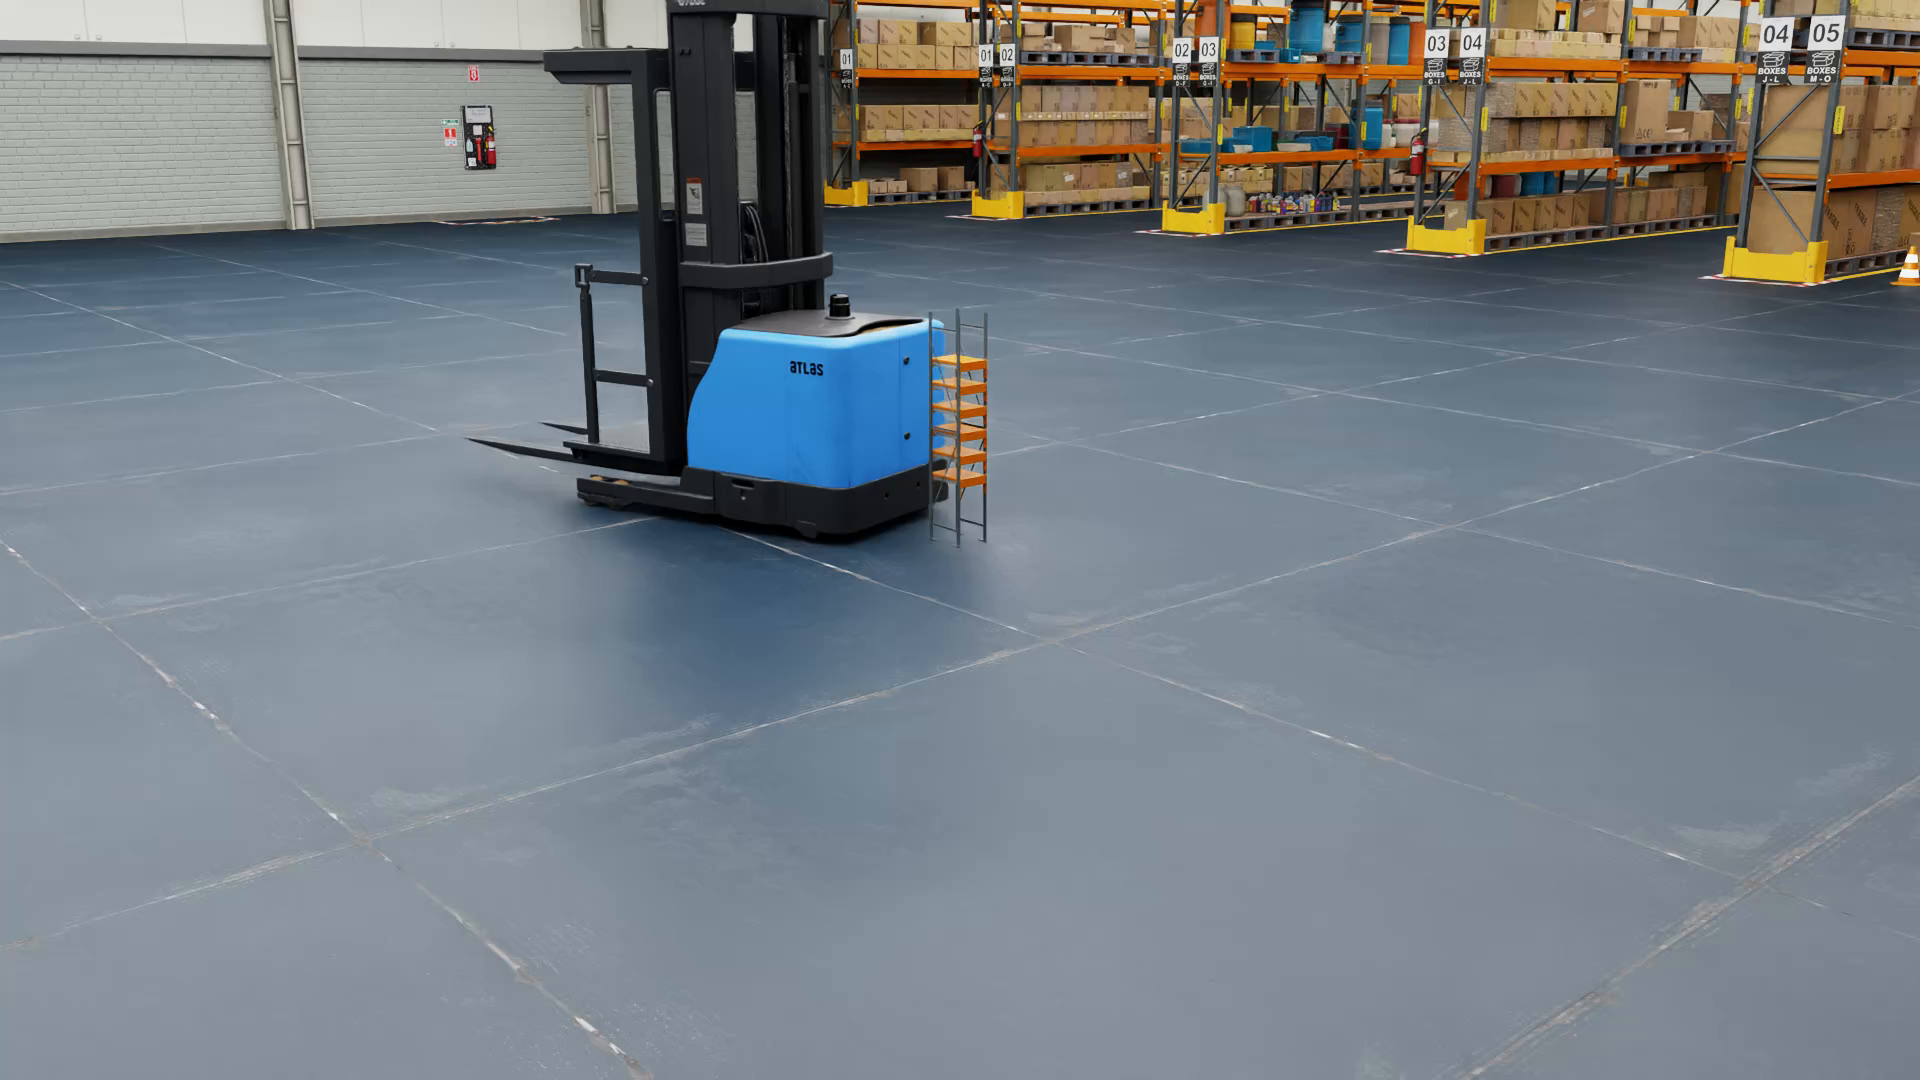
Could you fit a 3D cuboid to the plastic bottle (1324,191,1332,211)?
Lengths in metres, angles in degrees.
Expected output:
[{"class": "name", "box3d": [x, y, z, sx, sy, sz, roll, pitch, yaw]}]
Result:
[{"class": "plastic bottle", "box3d": [6.706, -6.195, 30.409, 0.185, 0.351, 0.144, -13, 20, -41]}]

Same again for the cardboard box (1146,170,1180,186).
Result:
[{"class": "cardboard box", "box3d": [4.230, -7.559, 34.664, 0.500, 0.311, 0.500, -13, 19, -39]}]

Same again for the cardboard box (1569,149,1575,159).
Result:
[{"class": "cardboard box", "box3d": [9.472, -6.096, 26.246, 0.250, 0.149, 0.380, -13, 19, -39]}]

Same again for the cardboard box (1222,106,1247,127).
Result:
[{"class": "cardboard box", "box3d": [6.955, -10.945, 43.330, 0.700, 0.700, 0.980, -12, 19, -39]}]

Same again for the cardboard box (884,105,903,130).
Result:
[{"class": "cardboard box", "box3d": [-1.581, -9.082, 35.736, 0.500, 0.500, 0.500, -13, 19, -39]}]

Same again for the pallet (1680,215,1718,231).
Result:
[{"class": "pallet", "box3d": [12.681, -5.661, 29.535, 1.213, 0.211, 1.003, -13, 19, -39]}]

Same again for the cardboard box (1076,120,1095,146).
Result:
[{"class": "cardboard box", "box3d": [2.263, -8.102, 33.076, 0.500, 0.500, 0.700, -12, 19, -38]}]

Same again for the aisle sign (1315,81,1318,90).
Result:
[{"class": "aisle sign", "box3d": [9.804, -12.598, 45.065, 0.004, 0.787, 0.394, -13, 19, -39]}]

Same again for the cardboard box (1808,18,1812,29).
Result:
[{"class": "cardboard box", "box3d": [10.636, -6.546, 21.112, 0.250, 0.149, 0.380, -12, 19, -39]}]

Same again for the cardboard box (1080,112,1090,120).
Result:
[{"class": "cardboard box", "box3d": [2.334, -8.361, 32.788, 0.250, 0.149, 0.380, -12, 19, -39]}]

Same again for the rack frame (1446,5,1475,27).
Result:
[{"class": "rack frame", "box3d": [10.021, -11.003, 32.505, 0.127, 3.000, 1.000, -13, 19, -39]}]

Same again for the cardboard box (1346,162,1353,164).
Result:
[{"class": "cardboard box", "box3d": [9.265, -8.718, 39.566, 0.500, 0.500, 0.500, -14, 20, -42]}]

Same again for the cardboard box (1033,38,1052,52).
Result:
[{"class": "cardboard box", "box3d": [1.432, -9.608, 32.301, 0.500, 0.250, 0.500, -13, 19, -39]}]

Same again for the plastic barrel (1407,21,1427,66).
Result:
[{"class": "plastic barrel", "box3d": [8.765, -9.554, 32.060, 0.708, 0.830, 0.600, -13, 19, -39]}]

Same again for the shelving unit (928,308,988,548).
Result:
[{"class": "shelving unit", "box3d": [-0.011, -0.577, 8.586, 0.189, 1.200, 0.258, -13, 19, -39]}]

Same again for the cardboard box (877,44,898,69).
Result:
[{"class": "cardboard box", "box3d": [-1.673, -10.277, 35.368, 0.500, 0.500, 0.500, -11, 19, -36]}]

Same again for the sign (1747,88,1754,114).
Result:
[{"class": "sign", "box3d": [10.071, -5.584, 21.141, 0.005, 0.325, 0.100, -13, 19, -39]}]

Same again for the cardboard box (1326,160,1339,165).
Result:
[{"class": "cardboard box", "box3d": [8.510, -8.911, 38.835, 0.500, 0.250, 0.500, -13, 19, -39]}]

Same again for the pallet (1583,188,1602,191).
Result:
[{"class": "pallet", "box3d": [14.488, -7.775, 37.449, 1.213, 0.211, 1.003, -13, 19, -39]}]

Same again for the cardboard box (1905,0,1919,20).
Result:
[{"class": "cardboard box", "box3d": [12.091, -6.863, 21.524, 0.500, 0.250, 0.500, -13, 20, -40]}]

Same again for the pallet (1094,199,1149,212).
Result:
[{"class": "pallet", "box3d": [3.127, -6.918, 34.241, 1.213, 0.211, 1.003, -13, 19, -39]}]

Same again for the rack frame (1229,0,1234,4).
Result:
[{"class": "rack frame", "box3d": [6.535, -13.609, 42.263, 0.127, 3.000, 1.000, -13, 19, -39]}]

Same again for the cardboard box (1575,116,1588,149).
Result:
[{"class": "cardboard box", "box3d": [9.474, -6.513, 26.550, 0.500, 0.500, 0.875, -13, 19, -39]}]

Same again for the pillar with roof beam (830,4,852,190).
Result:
[{"class": "pillar with roof beam", "box3d": [0.268, -11.025, 32.589, 0.400, 9.000, 9.100, -13, 19, -39]}]

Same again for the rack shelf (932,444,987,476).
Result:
[{"class": "rack shelf", "box3d": [-0.011, -0.418, 8.628, 0.180, 0.103, 0.258, -13, 19, -39]}]

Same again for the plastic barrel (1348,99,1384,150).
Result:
[{"class": "plastic barrel", "box3d": [7.493, -7.676, 30.702, 0.708, 0.901, 0.600, -13, 19, -39]}]

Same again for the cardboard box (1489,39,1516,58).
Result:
[{"class": "cardboard box", "box3d": [7.770, -7.193, 24.346, 0.500, 0.250, 0.500, -12, 19, -38]}]

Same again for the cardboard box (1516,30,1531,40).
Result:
[{"class": "cardboard box", "box3d": [8.217, -7.480, 24.648, 0.250, 0.149, 0.380, -12, 19, -37]}]

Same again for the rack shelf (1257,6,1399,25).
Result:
[{"class": "rack shelf", "box3d": [8.281, -11.766, 37.531, 4.000, 0.370, 1.077, -13, 19, -39]}]

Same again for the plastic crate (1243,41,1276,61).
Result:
[{"class": "plastic crate", "box3d": [5.226, -8.573, 29.250, 0.575, 0.384, 0.392, -13, 19, -39]}]

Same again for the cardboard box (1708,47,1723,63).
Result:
[{"class": "cardboard box", "box3d": [12.709, -8.302, 28.497, 0.500, 0.250, 0.500, -13, 20, -40]}]

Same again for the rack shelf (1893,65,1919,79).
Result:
[{"class": "rack shelf", "box3d": [14.943, -6.921, 24.428, 4.000, 0.370, 1.077, -13, 19, -39]}]

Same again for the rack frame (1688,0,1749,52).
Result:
[{"class": "rack frame", "box3d": [13.272, -10.039, 28.896, 0.127, 3.000, 1.000, -13, 19, -39]}]

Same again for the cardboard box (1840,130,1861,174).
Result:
[{"class": "cardboard box", "box3d": [11.067, -5.044, 21.531, 0.550, 0.550, 0.875, -13, 19, -39]}]

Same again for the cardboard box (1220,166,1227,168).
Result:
[{"class": "cardboard box", "box3d": [5.793, -8.093, 36.663, 0.500, 0.311, 0.500, -13, 20, -41]}]

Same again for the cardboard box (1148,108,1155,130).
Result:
[{"class": "cardboard box", "box3d": [4.453, -10.354, 40.893, 0.500, 0.500, 0.500, -12, 19, -38]}]

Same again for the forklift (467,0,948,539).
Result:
[{"class": "forklift", "box3d": [-1.583, -1.690, 9.397, 3.031, 2.935, 1.130, 9, 18, 31]}]

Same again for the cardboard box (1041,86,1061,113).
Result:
[{"class": "cardboard box", "box3d": [1.531, -8.565, 32.296, 0.500, 0.500, 0.700, -13, 20, -41]}]

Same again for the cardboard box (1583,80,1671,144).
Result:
[{"class": "cardboard box", "box3d": [10.946, -7.063, 27.403, 1.000, 1.000, 1.000, -12, 19, -39]}]

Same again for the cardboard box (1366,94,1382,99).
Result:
[{"class": "cardboard box", "box3d": [10.001, -10.415, 39.796, 0.500, 0.500, 0.500, -13, 19, -39]}]

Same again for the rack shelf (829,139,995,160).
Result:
[{"class": "rack shelf", "box3d": [-1.009, -8.669, 36.788, 4.000, 0.370, 1.077, -13, 19, -39]}]

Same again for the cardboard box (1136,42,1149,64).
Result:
[{"class": "cardboard box", "box3d": [4.211, -11.937, 40.767, 0.500, 0.500, 0.700, -14, 20, -42]}]

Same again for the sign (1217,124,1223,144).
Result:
[{"class": "sign", "box3d": [4.343, -6.775, 27.767, 0.005, 0.325, 0.100, -13, 19, -39]}]

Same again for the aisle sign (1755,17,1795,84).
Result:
[{"class": "aisle sign", "box3d": [10.166, -6.105, 20.755, 0.004, 0.787, 0.394, -13, 19, -39]}]

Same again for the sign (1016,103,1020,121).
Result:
[{"class": "sign", "box3d": [1.097, -8.062, 31.288, 0.005, 0.325, 0.100, -13, 19, -39]}]

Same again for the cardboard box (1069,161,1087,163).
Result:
[{"class": "cardboard box", "box3d": [2.445, -7.442, 33.859, 0.500, 0.500, 0.500, -13, 19, -39]}]

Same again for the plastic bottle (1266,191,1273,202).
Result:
[{"class": "plastic bottle", "box3d": [5.659, -6.200, 30.429, 0.185, 0.351, 0.144, -13, 20, -40]}]

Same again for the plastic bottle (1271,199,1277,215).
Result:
[{"class": "plastic bottle", "box3d": [5.558, -5.890, 29.424, 0.097, 0.271, 0.097, 0, 15, 0]}]

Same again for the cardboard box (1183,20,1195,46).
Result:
[{"class": "cardboard box", "box3d": [4.660, -10.532, 34.577, 0.500, 0.500, 0.500, -10, 18, -34]}]

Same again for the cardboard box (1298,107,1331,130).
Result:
[{"class": "cardboard box", "box3d": [7.988, -9.567, 37.747, 0.500, 0.500, 0.700, -9, 17, -29]}]

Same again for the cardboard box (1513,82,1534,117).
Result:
[{"class": "cardboard box", "box3d": [8.212, -6.584, 24.878, 0.500, 0.500, 0.500, -13, 19, -39]}]

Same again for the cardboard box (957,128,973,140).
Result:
[{"class": "cardboard box", "box3d": [-0.040, -9.071, 37.149, 0.500, 0.250, 0.500, -13, 19, -39]}]

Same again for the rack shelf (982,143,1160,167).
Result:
[{"class": "rack shelf", "box3d": [2.246, -7.706, 33.180, 4.000, 0.370, 1.077, -13, 19, -39]}]

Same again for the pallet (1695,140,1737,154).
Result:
[{"class": "pallet", "box3d": [12.804, -6.906, 29.165, 1.003, 0.211, 1.213, -13, 19, -39]}]
